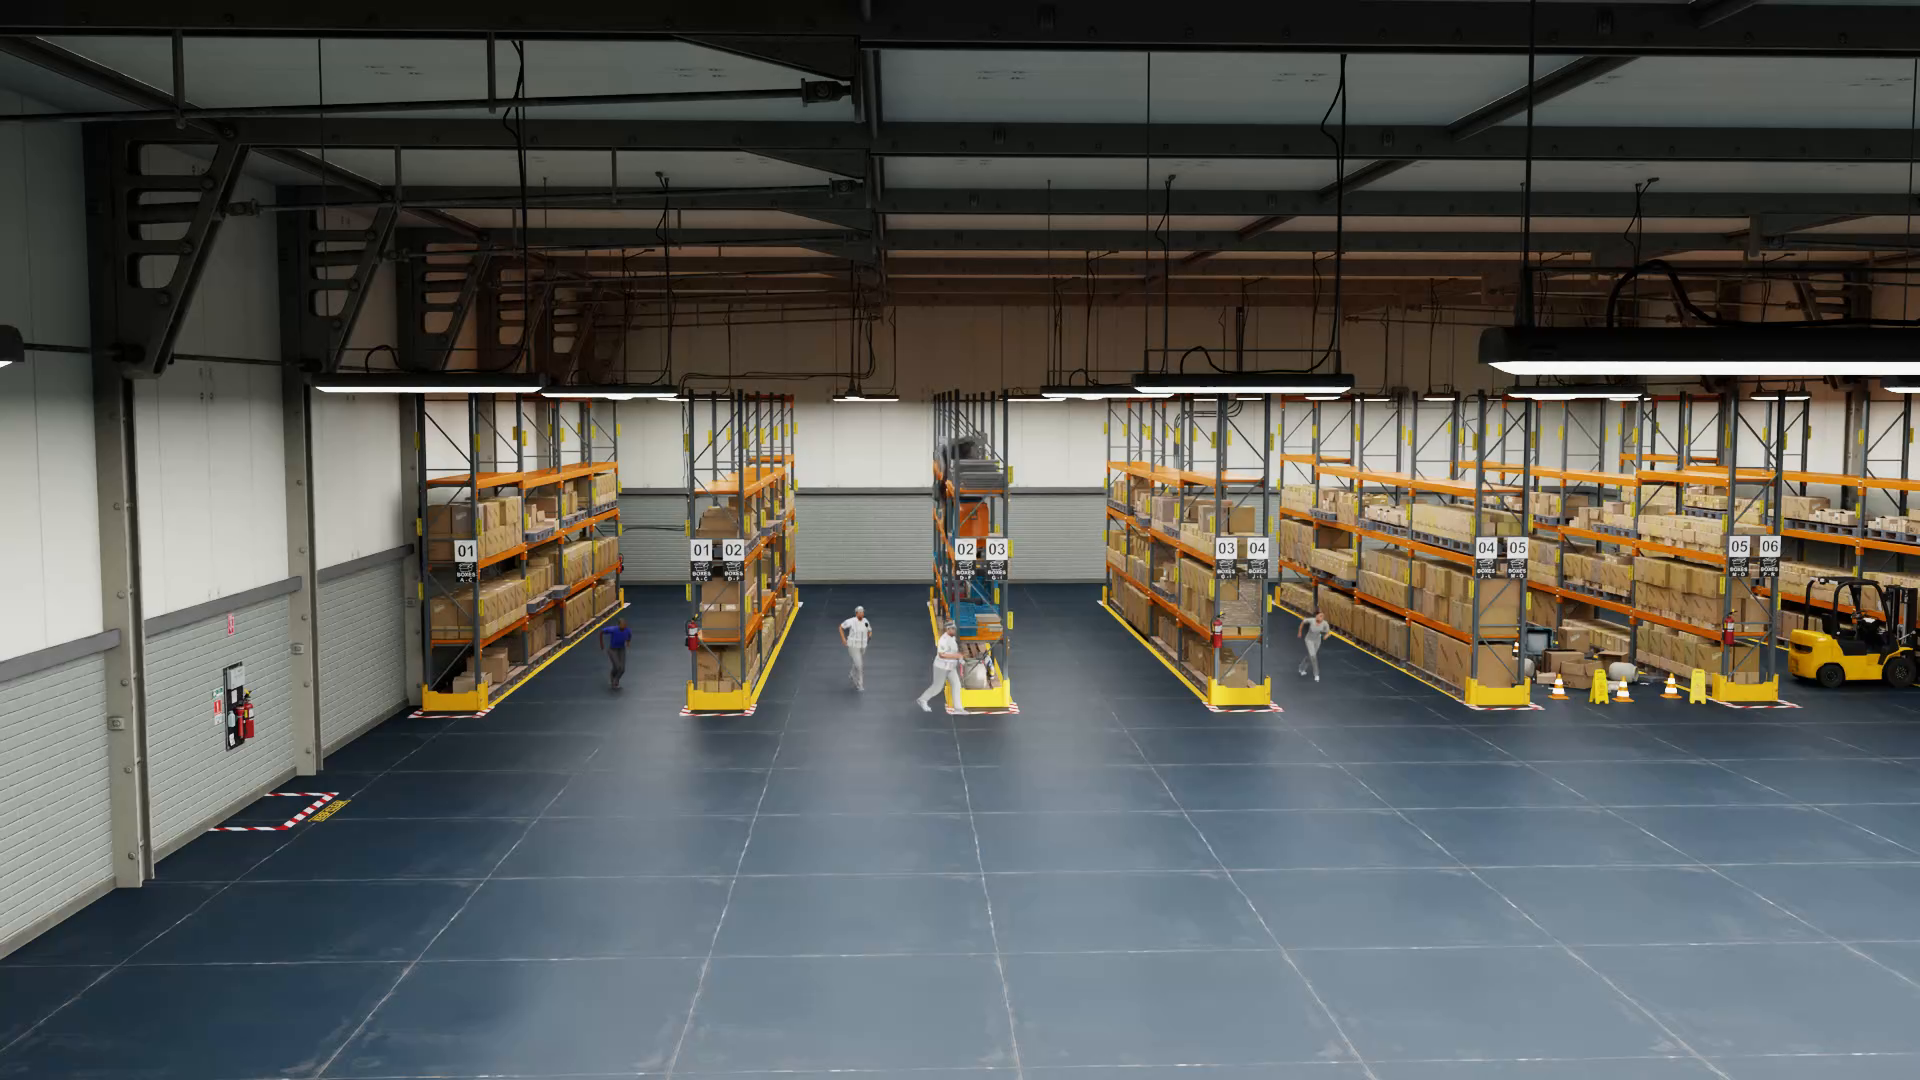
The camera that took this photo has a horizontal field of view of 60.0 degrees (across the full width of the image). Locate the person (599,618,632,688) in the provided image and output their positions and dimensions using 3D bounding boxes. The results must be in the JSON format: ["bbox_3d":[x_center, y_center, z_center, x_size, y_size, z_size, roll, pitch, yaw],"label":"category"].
[{"bbox_3d":[-6.885,2.270,33.282,0.613,1.488,0.828,-3,5,-31],"label":"person"}]

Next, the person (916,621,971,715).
[{"bbox_3d":[-0.304,2.341,30.572,0.998,1.751,0.615,3,5,28],"label":"person"}]

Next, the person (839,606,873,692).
[{"bbox_3d":[-2.099,2.176,33.437,0.644,1.715,0.861,-3,6,-34],"label":"person"}]

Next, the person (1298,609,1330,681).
[{"bbox_3d":[7.332,2.135,34.553,0.558,1.502,1.060,-1,5,-8],"label":"person"}]
